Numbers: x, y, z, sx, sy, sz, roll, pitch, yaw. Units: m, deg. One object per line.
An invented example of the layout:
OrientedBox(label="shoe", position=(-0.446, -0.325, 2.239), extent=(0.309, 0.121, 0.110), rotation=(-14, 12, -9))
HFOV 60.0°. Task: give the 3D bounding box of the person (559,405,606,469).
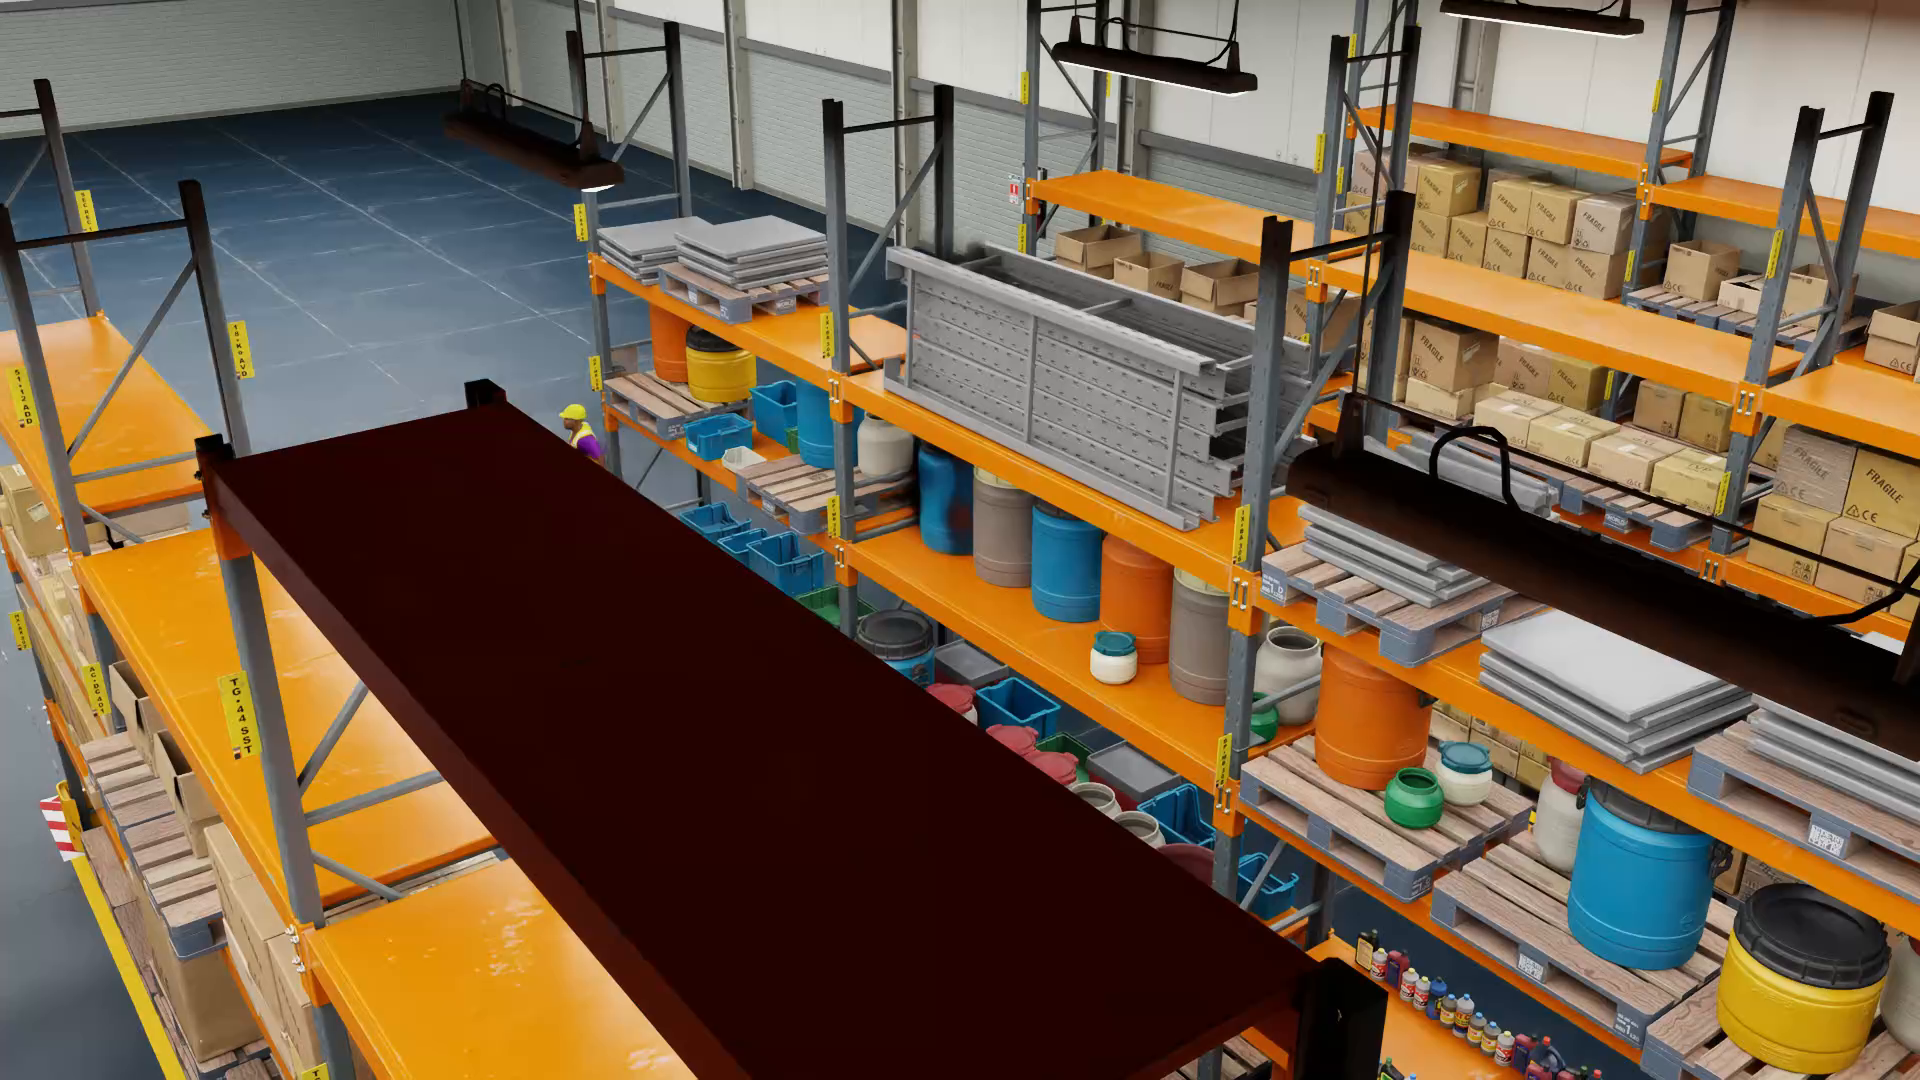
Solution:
OrientedBox(label="person", position=(-4.057, -0.718, 18.527), extent=(0.765, 1.713, 0.698), rotation=(-7, 26, -15))

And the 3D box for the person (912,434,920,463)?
OrientedBox(label="person", position=(-0.277, -1.533, 20.460), extent=(1.021, 1.685, 0.711), rotation=(-4, 25, -9))
